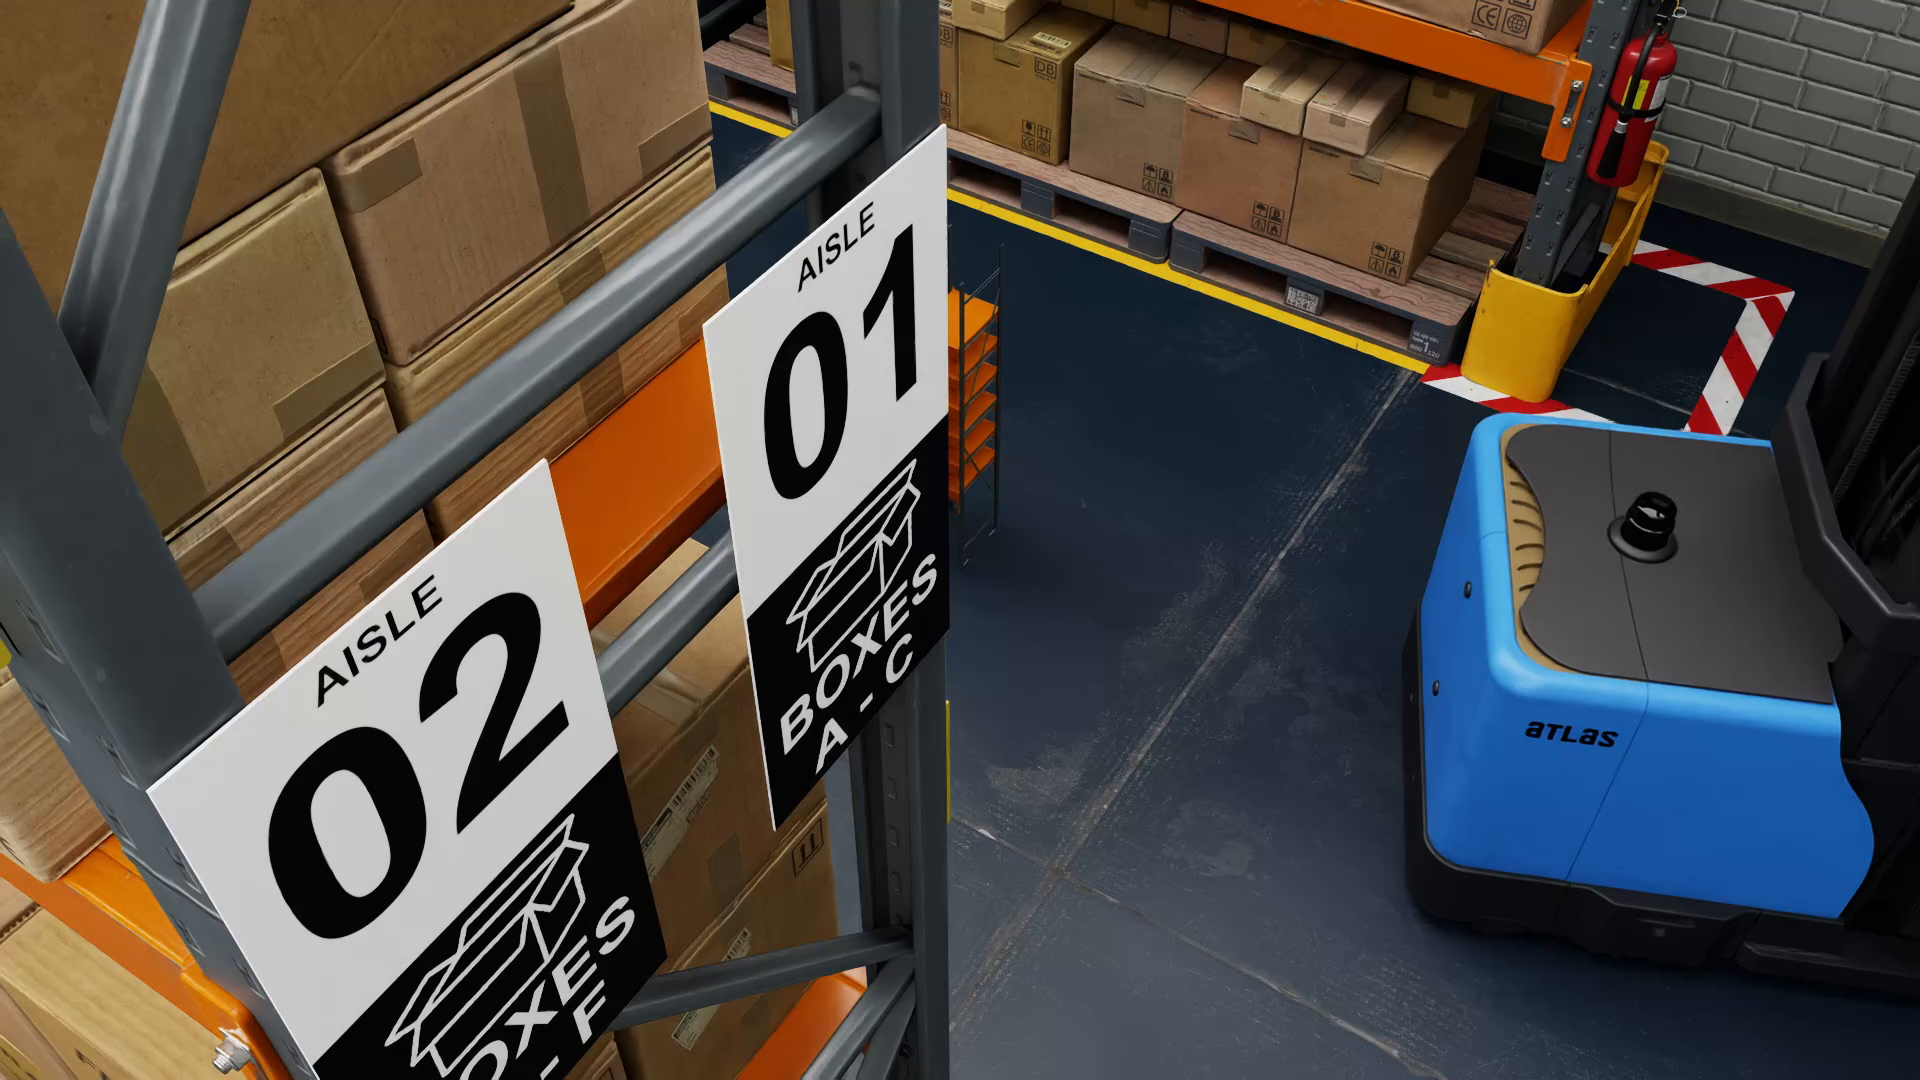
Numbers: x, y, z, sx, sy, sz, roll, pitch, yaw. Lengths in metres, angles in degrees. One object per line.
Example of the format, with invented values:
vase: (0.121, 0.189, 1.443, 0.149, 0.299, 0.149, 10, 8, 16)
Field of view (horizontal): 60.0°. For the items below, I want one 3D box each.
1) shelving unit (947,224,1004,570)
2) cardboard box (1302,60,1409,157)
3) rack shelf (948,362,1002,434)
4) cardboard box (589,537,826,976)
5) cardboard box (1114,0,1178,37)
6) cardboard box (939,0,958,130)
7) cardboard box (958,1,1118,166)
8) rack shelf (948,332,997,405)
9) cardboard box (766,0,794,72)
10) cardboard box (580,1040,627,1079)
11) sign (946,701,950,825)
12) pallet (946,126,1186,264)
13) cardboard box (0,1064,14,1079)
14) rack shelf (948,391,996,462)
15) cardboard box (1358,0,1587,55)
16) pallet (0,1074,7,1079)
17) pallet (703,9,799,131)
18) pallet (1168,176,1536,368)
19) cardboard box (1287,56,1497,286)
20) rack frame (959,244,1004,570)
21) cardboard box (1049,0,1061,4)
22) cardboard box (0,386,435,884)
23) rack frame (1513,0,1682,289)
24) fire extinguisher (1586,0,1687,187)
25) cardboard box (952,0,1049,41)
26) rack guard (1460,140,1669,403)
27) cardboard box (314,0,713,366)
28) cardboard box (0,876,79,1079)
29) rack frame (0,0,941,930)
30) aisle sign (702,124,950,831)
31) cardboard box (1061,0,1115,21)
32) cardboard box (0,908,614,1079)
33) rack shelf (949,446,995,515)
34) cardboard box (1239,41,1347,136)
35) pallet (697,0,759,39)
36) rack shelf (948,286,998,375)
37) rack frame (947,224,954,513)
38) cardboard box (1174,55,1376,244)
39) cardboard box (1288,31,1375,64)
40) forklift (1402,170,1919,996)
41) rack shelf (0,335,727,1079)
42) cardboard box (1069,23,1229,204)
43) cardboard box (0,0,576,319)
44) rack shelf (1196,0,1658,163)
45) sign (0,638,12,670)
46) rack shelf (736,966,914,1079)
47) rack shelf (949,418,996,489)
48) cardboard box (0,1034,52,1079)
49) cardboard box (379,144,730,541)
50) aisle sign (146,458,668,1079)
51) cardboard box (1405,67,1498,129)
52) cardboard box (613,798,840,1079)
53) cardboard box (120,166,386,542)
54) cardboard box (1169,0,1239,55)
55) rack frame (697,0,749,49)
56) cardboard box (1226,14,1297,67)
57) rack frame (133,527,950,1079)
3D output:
shelving unit: (-0.012, -0.424, 5.325, 0.189, 1.200, 0.258, 25, 51, 22)
cardboard box: (1.484, -1.622, 6.232, 0.250, 0.149, 0.380, 24, 51, 22)
rack shelf: (-0.012, -0.476, 5.271, 0.180, 0.103, 0.258, 25, 51, 22)
cardboard box: (-0.569, 0.307, 2.593, 0.500, 0.500, 0.500, 26, 51, 23)
cardboard box: (0.835, -2.244, 6.837, 0.250, 0.149, 0.380, 25, 51, 22)
cardboard box: (-0.039, -2.246, 7.291, 0.500, 0.500, 0.700, 24, 51, 22)
cardboard box: (0.392, -2.046, 7.097, 0.500, 0.500, 0.700, 26, 51, 23)
rack shelf: (-0.012, -0.560, 5.185, 0.180, 0.103, 0.258, 25, 51, 22)
cardboard box: (-0.460, -2.443, 7.482, 0.500, 0.500, 0.700, 25, 51, 23)
cardboard box: (-0.862, 0.978, 2.639, 0.500, 0.500, 0.500, 26, 51, 23)
sign: (-0.045, 0.392, 2.674, 0.005, 0.325, 0.100, 25, 51, 22)
pallet: (0.595, -1.734, 7.288, 1.213, 0.211, 1.003, 25, 51, 22)
cardboard box: (-1.718, 0.582, 3.023, 0.500, 0.500, 0.500, 25, 51, 22)
rack shelf: (-0.012, -0.393, 5.357, 0.180, 0.103, 0.258, 25, 51, 22)
cardboard box: (1.899, -2.266, 5.651, 0.700, 0.700, 0.980, 27, 52, 24)
pallet: (-2.096, 1.183, 4.453, 1.213, 0.211, 1.003, 25, 51, 22)
pallet: (-0.436, -2.206, 7.746, 1.213, 0.211, 1.003, 25, 51, 22)
pallet: (1.618, -1.261, 6.828, 1.213, 0.211, 1.003, 25, 51, 22)
cardboard box: (1.690, -1.456, 6.524, 0.500, 0.500, 0.700, 25, 51, 22)
rack frame: (0.065, -0.388, 5.291, 0.006, 1.200, 0.240, 25, 51, 22)
cardboard box: (0.404, -2.442, 7.029, 0.250, 0.149, 0.380, 25, 51, 22)
cardboard box: (-0.913, -0.011, 1.682, 0.500, 0.250, 0.500, 25, 51, 22)
rack frame: (2.333, -1.970, 5.573, 0.127, 3.000, 1.000, 25, 51, 22)
fire extinguisher: (2.211, -1.476, 5.407, 0.183, 0.674, 0.296, 25, 51, 22)
cardboard box: (0.170, -2.224, 6.818, 0.250, 0.149, 0.380, 23, 50, 21)
rack guard: (2.353, -1.090, 6.460, 0.348, 0.500, 1.175, 25, 51, 22)
cardboard box: (-0.630, -0.502, 1.810, 0.500, 0.250, 0.500, 25, 51, 22)
cardboard box: (-1.287, 0.437, 2.467, 0.500, 0.500, 0.500, 26, 51, 23)
rack frame: (-0.338, -1.069, 0.514, 0.127, 3.000, 1.000, 25, 51, 22)
aisle sign: (-0.122, -0.035, 1.880, 0.004, 0.787, 0.394, 25, 51, 22)
cardboard box: (0.622, -2.343, 6.933, 0.250, 0.149, 0.380, 24, 50, 21)
cardboard box: (-0.861, 0.632, 2.277, 0.500, 0.500, 0.500, 24, 51, 22)
rack shelf: (-0.012, -0.226, 5.529, 0.180, 0.103, 0.258, 25, 51, 22)
cardboard box: (1.268, -1.720, 6.328, 0.250, 0.149, 0.380, 26, 51, 23)
pallet: (-1.724, -2.800, 8.324, 1.213, 0.211, 1.003, 25, 51, 22)
rack shelf: (-0.012, -0.644, 5.099, 0.180, 0.103, 0.258, 25, 51, 22)
rack frame: (-0.089, -0.459, 5.360, 0.006, 1.200, 0.240, 25, 51, 22)
cardboard box: (1.269, -1.650, 6.712, 0.500, 0.500, 0.700, 25, 51, 22)
cardboard box: (1.476, -1.950, 6.551, 0.250, 0.149, 0.380, 25, 51, 22)
forklift: (2.828, -0.119, 3.822, 3.031, 2.935, 1.130, 7, 46, 7)
rack shelf: (-2.021, -0.547, 2.600, 4.000, 0.370, 1.077, 25, 51, 22)
cardboard box: (0.845, -1.844, 6.901, 0.500, 0.500, 0.700, 23, 50, 21)
cardboard box: (-0.779, -0.596, 1.379, 0.500, 0.500, 0.700, 25, 51, 22)
rack shelf: (0.650, -2.494, 6.584, 4.000, 0.370, 1.077, 25, 51, 22)
sign: (-0.654, -0.005, 0.954, 0.005, 0.325, 0.100, 25, 51, 22)
rack shelf: (-2.021, 0.498, 3.676, 4.000, 0.370, 1.077, 25, 51, 22)
rack shelf: (-0.012, -0.309, 5.443, 0.180, 0.103, 0.258, 25, 51, 22)
cardboard box: (-1.300, 0.779, 2.832, 0.500, 0.500, 0.500, 25, 51, 22)
cardboard box: (-0.633, -0.324, 1.986, 0.500, 0.250, 0.500, 25, 51, 22)
aisle sign: (-0.446, 0.327, 1.528, 0.004, 0.787, 0.394, 25, 51, 22)
cardboard box: (1.903, -1.755, 6.361, 0.250, 0.149, 0.380, 25, 51, 22)
cardboard box: (-0.569, 0.656, 2.952, 0.500, 0.500, 0.500, 26, 51, 23)
cardboard box: (-0.908, -0.191, 1.508, 0.500, 0.250, 0.500, 25, 51, 22)
cardboard box: (1.051, -2.145, 6.741, 0.250, 0.149, 0.380, 25, 51, 23)
rack frame: (-1.034, -3.519, 7.078, 0.127, 3.000, 1.000, 25, 51, 22)
cardboard box: (1.266, -2.047, 6.646, 0.250, 0.149, 0.380, 25, 51, 22)
rack frame: (-0.338, 1.022, 2.666, 0.127, 3.000, 1.000, 25, 51, 22)
